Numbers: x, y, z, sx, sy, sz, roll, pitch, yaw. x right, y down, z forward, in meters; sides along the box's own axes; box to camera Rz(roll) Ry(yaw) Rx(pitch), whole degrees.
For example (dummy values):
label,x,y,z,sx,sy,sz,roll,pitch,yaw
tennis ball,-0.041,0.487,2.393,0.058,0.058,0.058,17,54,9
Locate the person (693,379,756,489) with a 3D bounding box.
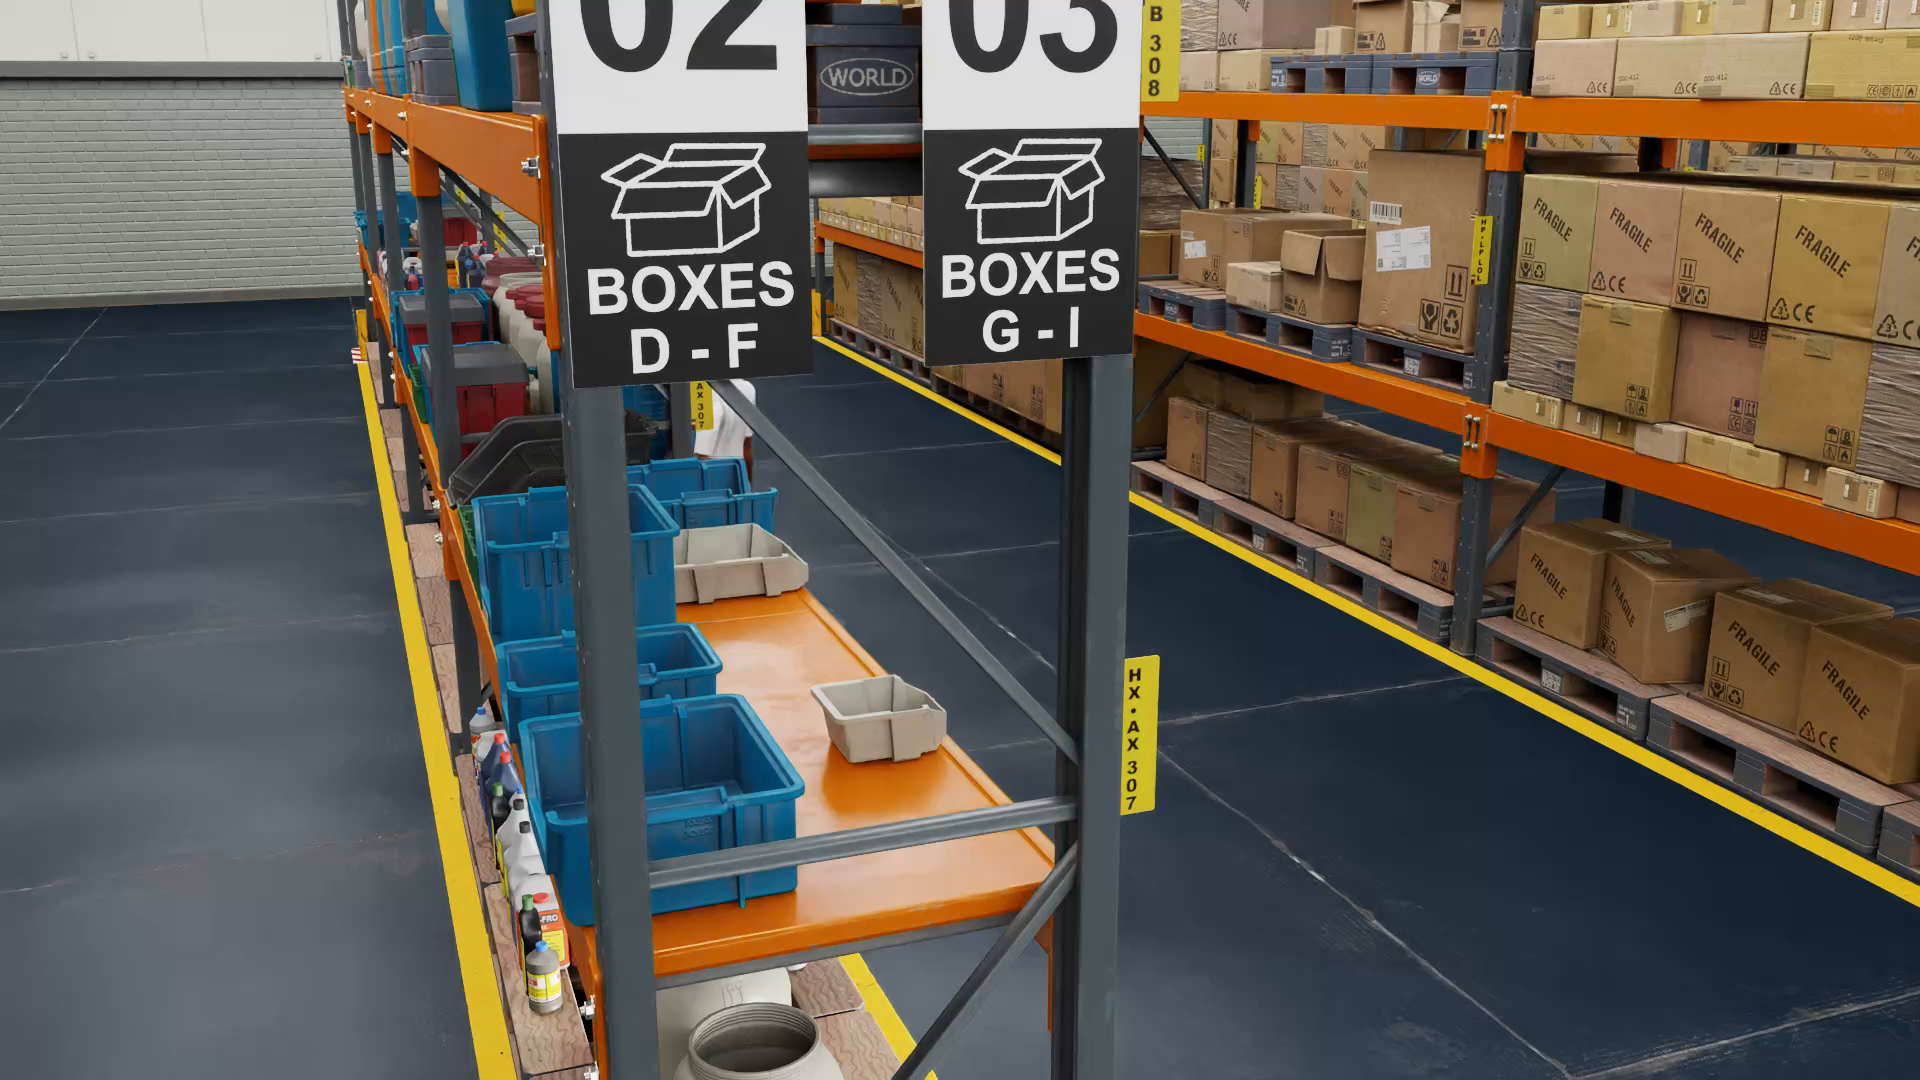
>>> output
label,x,y,z,sx,sy,sz,roll,pitch,yaw
person,-1.261,-0.174,8.112,0.479,1.805,0.616,3,16,12
